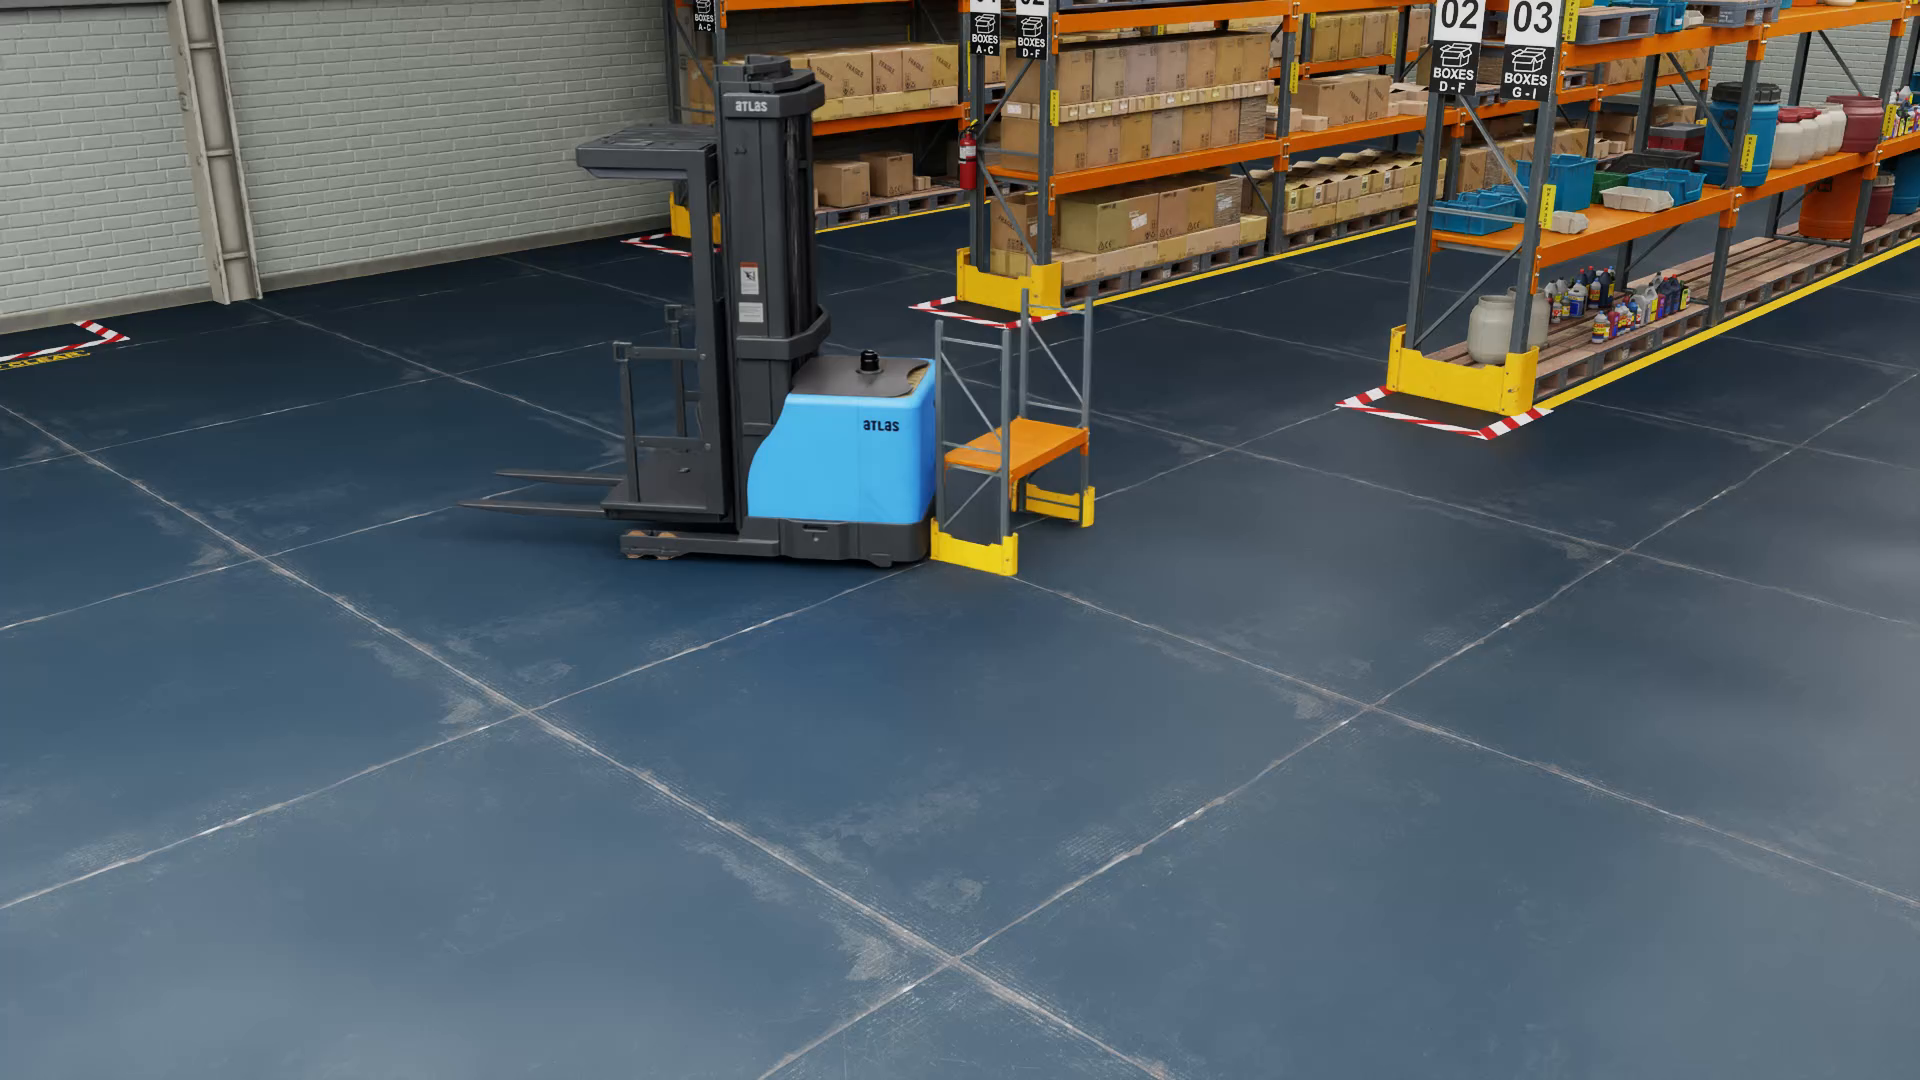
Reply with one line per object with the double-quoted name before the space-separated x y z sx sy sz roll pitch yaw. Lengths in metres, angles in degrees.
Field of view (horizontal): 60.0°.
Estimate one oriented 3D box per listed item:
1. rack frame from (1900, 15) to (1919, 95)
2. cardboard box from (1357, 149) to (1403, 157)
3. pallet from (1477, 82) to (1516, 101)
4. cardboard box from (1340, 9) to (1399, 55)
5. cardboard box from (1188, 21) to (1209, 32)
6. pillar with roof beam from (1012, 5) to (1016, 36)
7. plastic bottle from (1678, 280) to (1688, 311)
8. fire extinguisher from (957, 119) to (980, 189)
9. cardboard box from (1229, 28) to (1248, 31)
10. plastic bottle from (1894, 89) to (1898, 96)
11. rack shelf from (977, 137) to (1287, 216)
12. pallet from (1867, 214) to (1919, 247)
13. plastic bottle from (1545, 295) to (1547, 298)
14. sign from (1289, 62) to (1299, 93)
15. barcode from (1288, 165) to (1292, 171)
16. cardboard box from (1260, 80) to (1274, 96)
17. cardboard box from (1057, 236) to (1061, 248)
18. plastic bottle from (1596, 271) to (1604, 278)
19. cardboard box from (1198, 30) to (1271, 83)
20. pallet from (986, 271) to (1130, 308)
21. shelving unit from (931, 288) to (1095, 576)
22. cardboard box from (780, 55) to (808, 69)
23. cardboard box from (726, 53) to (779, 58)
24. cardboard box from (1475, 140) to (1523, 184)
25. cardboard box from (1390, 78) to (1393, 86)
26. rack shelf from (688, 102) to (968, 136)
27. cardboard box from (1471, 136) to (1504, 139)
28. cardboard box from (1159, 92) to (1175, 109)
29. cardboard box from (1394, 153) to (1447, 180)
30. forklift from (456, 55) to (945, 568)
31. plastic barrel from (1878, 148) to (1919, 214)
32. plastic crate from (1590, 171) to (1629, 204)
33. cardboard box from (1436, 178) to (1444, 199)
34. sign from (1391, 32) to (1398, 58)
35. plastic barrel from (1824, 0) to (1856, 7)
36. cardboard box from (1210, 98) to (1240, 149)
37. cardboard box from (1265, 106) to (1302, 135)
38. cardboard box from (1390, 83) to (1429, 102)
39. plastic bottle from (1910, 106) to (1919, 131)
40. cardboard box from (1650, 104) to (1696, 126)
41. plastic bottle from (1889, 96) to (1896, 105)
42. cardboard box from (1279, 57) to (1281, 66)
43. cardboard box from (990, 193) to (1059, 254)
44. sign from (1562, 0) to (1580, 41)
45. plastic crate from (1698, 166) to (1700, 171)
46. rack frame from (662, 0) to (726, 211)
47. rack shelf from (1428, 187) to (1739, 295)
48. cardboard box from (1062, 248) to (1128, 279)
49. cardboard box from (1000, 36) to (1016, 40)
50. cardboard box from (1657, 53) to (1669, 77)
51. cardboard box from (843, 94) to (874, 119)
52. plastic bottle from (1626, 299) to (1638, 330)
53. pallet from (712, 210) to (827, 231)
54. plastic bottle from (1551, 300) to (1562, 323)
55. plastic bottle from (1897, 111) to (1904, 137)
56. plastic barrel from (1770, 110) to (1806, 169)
"rack frame" 12.414 -5.611 20.992 1.000 3.000 0.127 19 28 41
"cardboard box" 5.502 -4.937 21.704 0.500 0.311 0.500 -19 28 -40
"pallet" 7.431 -6.235 22.883 1.003 0.211 1.213 19 28 41
"cardboard box" 7.258 -8.936 29.223 0.980 0.700 0.700 19 28 40
"cardboard box" 3.401 -7.798 25.055 0.500 0.250 0.500 19 28 40
"pillar with roof beam" 4.083 -8.668 20.583 9.100 9.000 0.400 19 28 41
"plastic bottle" 6.734 -2.286 15.514 0.133 0.283 0.061 -18 28 -39
"fire extinguisher" 0.081 -3.817 16.432 0.296 0.674 0.183 19 28 41
"cardboard box" 4.124 -7.714 25.880 0.500 0.500 0.500 -19 28 -41
"plastic bottle" 11.760 -5.535 20.957 0.061 0.283 0.133 19 28 41
"rack shelf" 1.892 -3.946 17.662 1.077 0.370 4.000 19 28 41
"pallet" 10.995 -3.807 20.184 1.003 0.211 1.213 19 28 41
"plastic bottle" 5.205 -2.100 15.041 0.152 0.276 0.135 20 28 41
"sign" 3.686 -5.098 18.340 0.100 0.325 0.005 19 28 41
"barcode" 3.763 -4.244 18.967 0.001 0.075 0.075 19 28 41
"cardboard box" 3.251 -5.021 18.414 0.380 0.149 0.250 19 28 41
"cardboard box" 0.999 -3.023 17.506 0.500 0.250 0.500 19 28 41
"plastic bottle" 6.091 -2.427 15.890 0.135 0.276 0.152 -19 28 -40
"cardboard box" 2.982 -5.332 18.319 0.700 0.500 0.500 19 28 41
"pallet" 1.000 -2.673 17.234 1.003 0.211 1.213 19 28 41
"shelving unit" 0.345 -0.700 10.304 0.587 1.500 1.083 12 24 29
"cardboard box" -2.155 -5.467 19.754 0.500 0.500 0.500 19 28 41
"cardboard box" -2.521 -5.597 20.091 0.500 0.500 0.500 -20 29 -41
"cardboard box" 7.314 -5.171 22.719 0.500 0.500 0.500 19 28 40
"cardboard box" 7.553 -8.101 29.466 0.250 0.149 0.380 -19 28 -41
"rack shelf" -1.660 -5.184 20.885 1.077 0.370 4.000 19 28 41
"cardboard box" 7.285 -5.431 23.394 0.500 0.500 0.500 18 27 39
"cardboard box" 1.997 -4.559 17.210 0.380 0.149 0.250 20 28 41
"cardboard box" 5.888 -4.802 21.352 0.500 0.311 0.500 -19 28 -41
"forklift" -1.656 -1.428 10.204 3.031 2.935 1.130 3 21 8
"plastic barrel" 11.529 -4.510 20.467 0.600 0.901 0.708 19 28 41
"plastic crate" 5.684 -3.178 14.956 0.450 0.188 0.662 19 28 41
"cardboard box" 5.885 -4.540 21.452 0.500 0.250 0.500 -19 28 -41
"sign" 5.682 -6.461 21.699 0.100 0.325 0.005 19 28 41
"plastic barrel" 8.904 -5.533 16.801 0.301 0.262 0.301 0 21 0
"cardboard box" 2.619 -4.589 18.194 0.700 0.500 0.500 19 28 40
"cardboard box" 3.599 -4.863 19.255 0.500 0.250 0.500 -18 27 -39
"cardboard box" 5.792 -5.700 21.346 0.500 0.311 0.500 -18 27 -39
"plastic bottle" 11.125 -4.912 19.346 0.152 0.276 0.135 19 28 41
"cardboard box" 11.455 -6.717 26.741 0.500 0.500 0.500 19 28 41
"plastic bottle" 11.281 -5.254 20.235 0.152 0.276 0.135 19 28 41
"cardboard box" 5.124 -7.754 26.890 0.250 0.149 0.380 -20 28 -41
"cardboard box" 0.657 -3.242 17.031 0.500 0.500 0.500 19 28 41
"sign" 4.434 -3.792 12.066 0.100 0.325 0.005 19 28 41
"plastic crate" 7.380 -3.909 16.585 0.392 0.384 0.575 19 28 41
"rack frame" -3.055 -5.006 19.418 1.000 3.000 0.127 19 28 41
"rack shelf" 5.438 -2.705 14.434 1.077 0.370 4.000 19 28 41
"cardboard box" 1.376 -2.891 17.163 0.500 0.250 0.500 19 28 41
"cardboard box" 0.947 -6.728 23.144 0.500 0.500 0.700 -16 26 -35
"cardboard box" 10.478 -7.353 25.385 0.500 0.500 0.500 19 28 40
"cardboard box" -1.421 -5.387 20.591 0.500 0.250 0.500 20 28 41
"plastic bottle" 5.981 -2.012 14.819 0.097 0.271 0.097 0 21 0
"pallet" -2.410 -3.924 20.490 1.003 0.211 1.213 19 28 41
"plastic bottle" 5.405 -2.075 15.079 0.097 0.201 0.097 0 21 0
"plastic bottle" 10.606 -4.701 18.786 0.061 0.283 0.133 19 28 41
"plastic barrel" 8.170 -3.998 16.605 0.433 0.535 0.433 0 21 0
